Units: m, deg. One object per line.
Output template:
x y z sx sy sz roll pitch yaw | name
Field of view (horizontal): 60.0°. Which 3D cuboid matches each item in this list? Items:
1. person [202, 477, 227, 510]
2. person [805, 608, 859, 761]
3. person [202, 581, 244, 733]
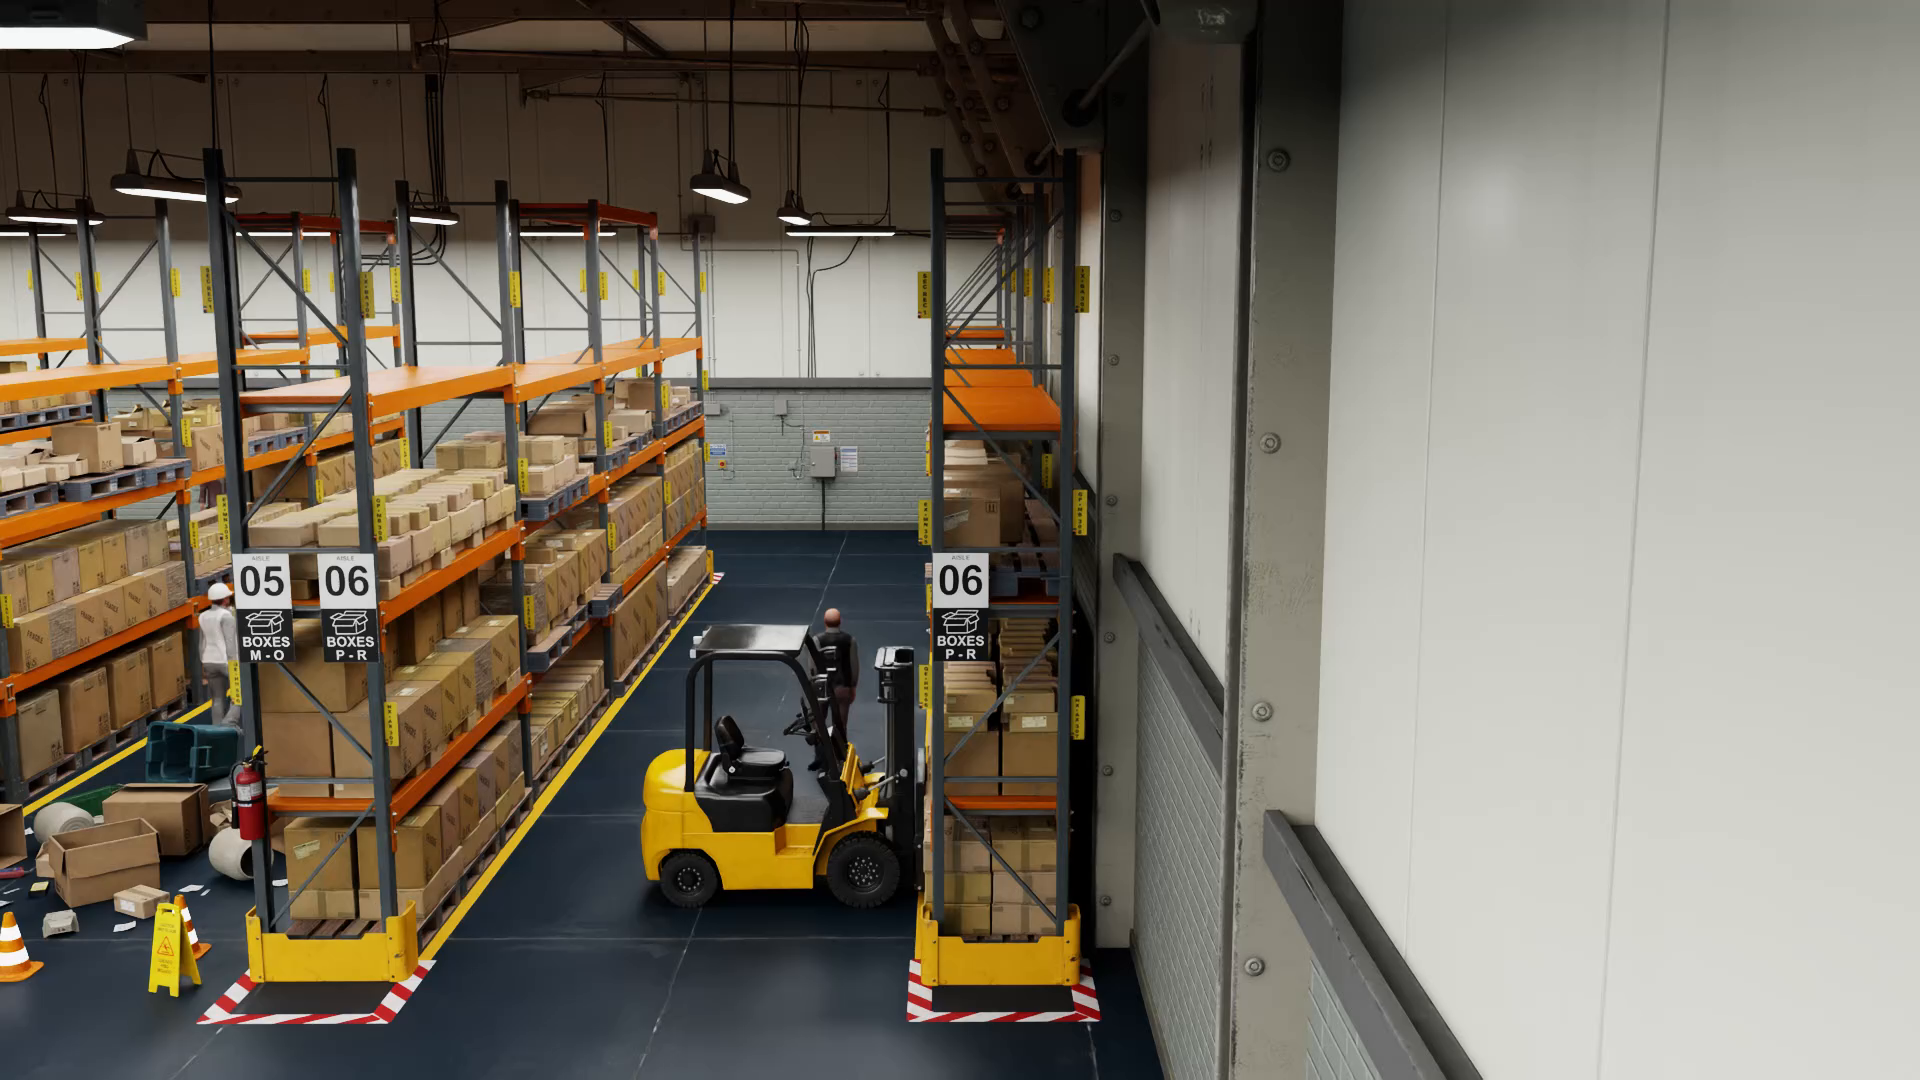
-13.930 -0.724 31.430 1.093 1.742 0.591 2 9 12 | person
-1.350 1.558 17.405 0.582 1.696 0.870 -2 9 -11 | person
-8.175 1.342 18.471 0.549 1.756 0.526 1 9 5 | person
